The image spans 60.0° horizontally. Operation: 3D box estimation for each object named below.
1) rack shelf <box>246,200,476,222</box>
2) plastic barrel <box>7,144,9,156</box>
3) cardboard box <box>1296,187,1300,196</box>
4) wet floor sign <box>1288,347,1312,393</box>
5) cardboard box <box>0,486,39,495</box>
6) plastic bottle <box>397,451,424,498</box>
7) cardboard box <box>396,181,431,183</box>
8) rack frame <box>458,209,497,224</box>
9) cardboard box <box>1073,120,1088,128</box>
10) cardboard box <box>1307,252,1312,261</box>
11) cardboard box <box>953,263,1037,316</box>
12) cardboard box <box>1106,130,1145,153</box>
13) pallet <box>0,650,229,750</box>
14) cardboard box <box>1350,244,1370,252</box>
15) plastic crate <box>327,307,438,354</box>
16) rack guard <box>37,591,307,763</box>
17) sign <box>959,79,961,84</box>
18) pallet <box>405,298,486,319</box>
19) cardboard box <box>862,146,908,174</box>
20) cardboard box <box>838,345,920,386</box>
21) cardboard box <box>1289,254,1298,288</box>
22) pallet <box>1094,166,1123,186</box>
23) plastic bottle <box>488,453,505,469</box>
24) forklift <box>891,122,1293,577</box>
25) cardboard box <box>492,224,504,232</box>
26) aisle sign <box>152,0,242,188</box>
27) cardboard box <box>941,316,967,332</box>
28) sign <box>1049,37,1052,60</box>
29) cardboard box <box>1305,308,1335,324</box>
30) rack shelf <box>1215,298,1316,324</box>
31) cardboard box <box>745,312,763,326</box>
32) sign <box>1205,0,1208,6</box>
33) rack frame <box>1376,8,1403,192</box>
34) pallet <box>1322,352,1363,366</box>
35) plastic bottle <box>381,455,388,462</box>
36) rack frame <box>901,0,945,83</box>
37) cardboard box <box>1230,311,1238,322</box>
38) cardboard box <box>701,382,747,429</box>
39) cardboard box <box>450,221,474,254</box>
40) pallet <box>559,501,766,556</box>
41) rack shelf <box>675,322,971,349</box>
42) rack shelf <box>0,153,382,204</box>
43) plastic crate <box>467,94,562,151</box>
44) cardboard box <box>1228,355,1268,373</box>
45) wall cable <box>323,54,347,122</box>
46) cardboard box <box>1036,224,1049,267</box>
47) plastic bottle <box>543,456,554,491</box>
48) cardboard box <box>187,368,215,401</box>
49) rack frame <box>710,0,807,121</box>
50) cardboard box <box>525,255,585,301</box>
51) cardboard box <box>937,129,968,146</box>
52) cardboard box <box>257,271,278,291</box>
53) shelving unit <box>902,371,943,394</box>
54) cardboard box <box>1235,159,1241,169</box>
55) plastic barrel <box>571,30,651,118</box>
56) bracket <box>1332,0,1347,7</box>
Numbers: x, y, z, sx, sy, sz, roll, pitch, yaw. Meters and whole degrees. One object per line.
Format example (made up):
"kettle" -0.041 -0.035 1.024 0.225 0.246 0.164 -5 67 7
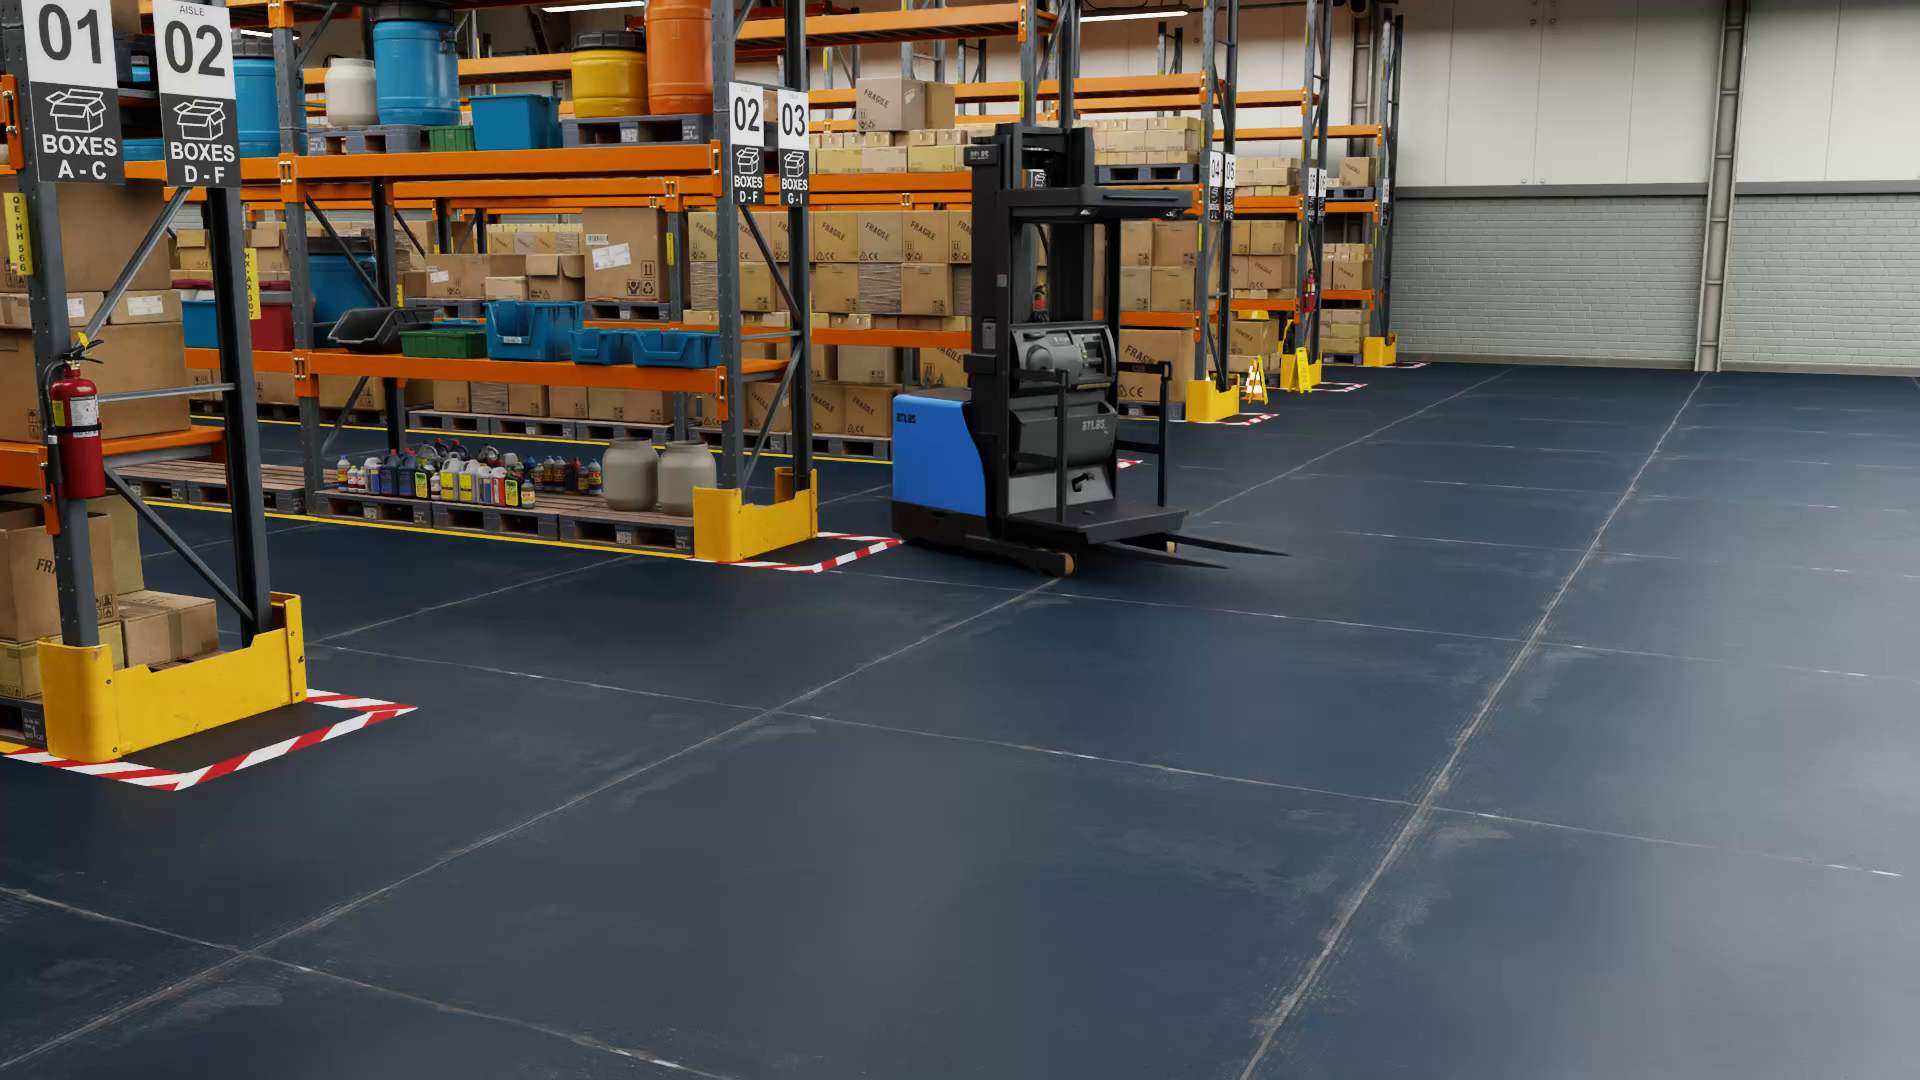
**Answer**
"rack shelf" -9.440 -5.229 26.297 4.000 0.370 1.077 5 11 26
"plastic barrel" -7.896 -3.682 14.323 0.600 0.901 0.600 0 10 0
"cardboard box" 5.061 -5.233 25.002 0.250 0.149 0.380 5 11 26
"wet floor sign" 4.912 -2.458 23.999 0.267 0.644 0.232 -10 14 -43
"cardboard box" -4.843 -0.015 8.324 0.500 0.500 0.500 5 11 26
"plastic bottle" -4.239 -0.512 12.839 0.185 0.351 0.144 4 11 23
"cardboard box" -6.036 -4.174 18.871 0.500 0.250 0.500 5 12 27
"rack frame" -9.134 -5.063 31.783 0.127 3.000 1.000 5 11 26
"cardboard box" 1.523 -5.077 20.443 0.250 0.149 0.380 5 11 25
"cardboard box" 6.307 -5.013 29.405 0.250 0.149 0.380 5 11 25
"cardboard box" 0.349 -2.463 16.299 0.500 0.500 0.875 5 11 26
"cardboard box" 2.104 -4.842 20.263 0.500 0.250 0.500 5 11 26
"pallet" -4.261 0.681 7.875 1.213 0.211 1.003 5 11 26
"cardboard box" 6.993 -5.105 29.075 0.250 0.149 0.380 5 11 26
"plastic crate" -4.536 -1.652 13.107 0.504 0.338 0.767 5 11 26
"rack guard" -3.535 0.594 7.543 0.348 0.500 1.175 5 11 26
"sign" 0.002 -8.589 31.574 0.005 0.325 0.100 5 11 26
"pallet" -5.658 -2.716 19.355 1.003 0.211 1.213 5 11 26
"cardboard box" -0.620 -3.700 16.248 0.500 0.250 0.500 5 12 27
"cardboard box" -1.069 -2.453 22.499 0.750 0.750 1.050 5 11 26
"cardboard box" 4.913 -4.079 25.232 0.500 0.500 0.500 5 11 25
"pallet" 1.347 -4.589 20.989 1.213 0.211 1.003 5 11 26
"plastic bottle" -3.685 -0.548 13.226 0.133 0.283 0.061 5 11 26
"forklift" 0.853 -1.298 11.174 1.130 2.935 3.031 -9 14 -41
"cardboard box" -8.489 -5.803 30.962 0.250 0.149 0.380 5 12 28
"aisle sign" -3.362 -1.961 7.341 0.004 0.787 0.394 5 11 26
"cardboard box" 0.012 -2.117 16.208 0.250 0.149 0.380 5 11 26
"sign" 1.387 -7.518 25.434 0.005 0.325 0.100 5 11 26
"cardboard box" 6.396 -3.967 29.459 0.500 0.250 0.500 5 12 27
"rack shelf" 3.421 -3.606 25.751 4.000 0.370 1.077 5 11 26
"cardboard box" -2.014 -2.291 17.171 0.250 0.149 0.380 5 11 26
"sign" 2.862 -6.369 19.307 0.005 0.325 0.100 5 11 26
"rack frame" 7.408 -7.547 28.664 0.127 3.000 1.000 5 11 26
"pallet" 6.703 -3.277 29.742 1.213 0.211 1.003 5 11 26
"plastic bottle" -4.509 -0.524 13.097 0.133 0.283 0.061 5 11 26
"rack frame" -0.472 -6.271 21.611 0.127 3.000 1.000 5 11 26
"cardboard box" 4.022 -3.384 25.118 0.250 0.149 0.380 5 12 27
"cardboard box" -2.416 -1.473 17.788 0.500 0.500 0.500 5 11 24
"cardboard box" -7.943 -4.711 25.916 0.500 0.500 0.500 5 12 27
"pallet" -2.177 -0.120 12.299 1.213 0.211 1.003 5 11 26
"rack shelf" -0.964 -2.023 17.006 4.000 0.370 1.077 5 11 26
"rack shelf" -6.743 -3.023 14.110 4.000 0.370 1.077 5 11 26
"plastic crate" -3.205 -2.999 11.999 0.575 0.384 0.392 5 11 26
"cardboard box" 4.349 -2.678 25.149 0.500 0.250 0.500 5 11 26
"wall cable" -12.758 -8.999 36.577 0.133 3.039 2.988 5 11 26
"cardboard box" 1.290 -3.760 21.128 0.500 0.550 0.875 5 11 26
"plastic bottle" -3.247 -0.530 13.161 0.097 0.271 0.097 0 10 0
"cardboard box" -9.349 -2.279 21.187 0.875 0.875 1.225 5 11 26
"rack frame" -1.362 -4.381 11.166 0.127 3.000 1.000 5 11 26
"cardboard box" -4.353 -2.914 18.439 0.637 0.503 0.797 6 12 32
"cardboard box" -0.033 -3.833 15.867 0.250 0.149 0.380 4 11 23
"cardboard box" -8.264 -3.019 20.209 0.500 0.500 0.500 5 12 27
"shelving unit" -0.277 -0.652 12.463 0.258 1.200 0.189 -9 14 -41
"cardboard box" 4.125 -5.598 24.784 0.250 0.149 0.380 5 11 26
"plastic barrel" -2.440 -3.273 11.763 0.600 0.588 0.600 0 10 0
"bracket" 6.653 -9.493 29.309 0.430 0.232 0.235 5 11 26
